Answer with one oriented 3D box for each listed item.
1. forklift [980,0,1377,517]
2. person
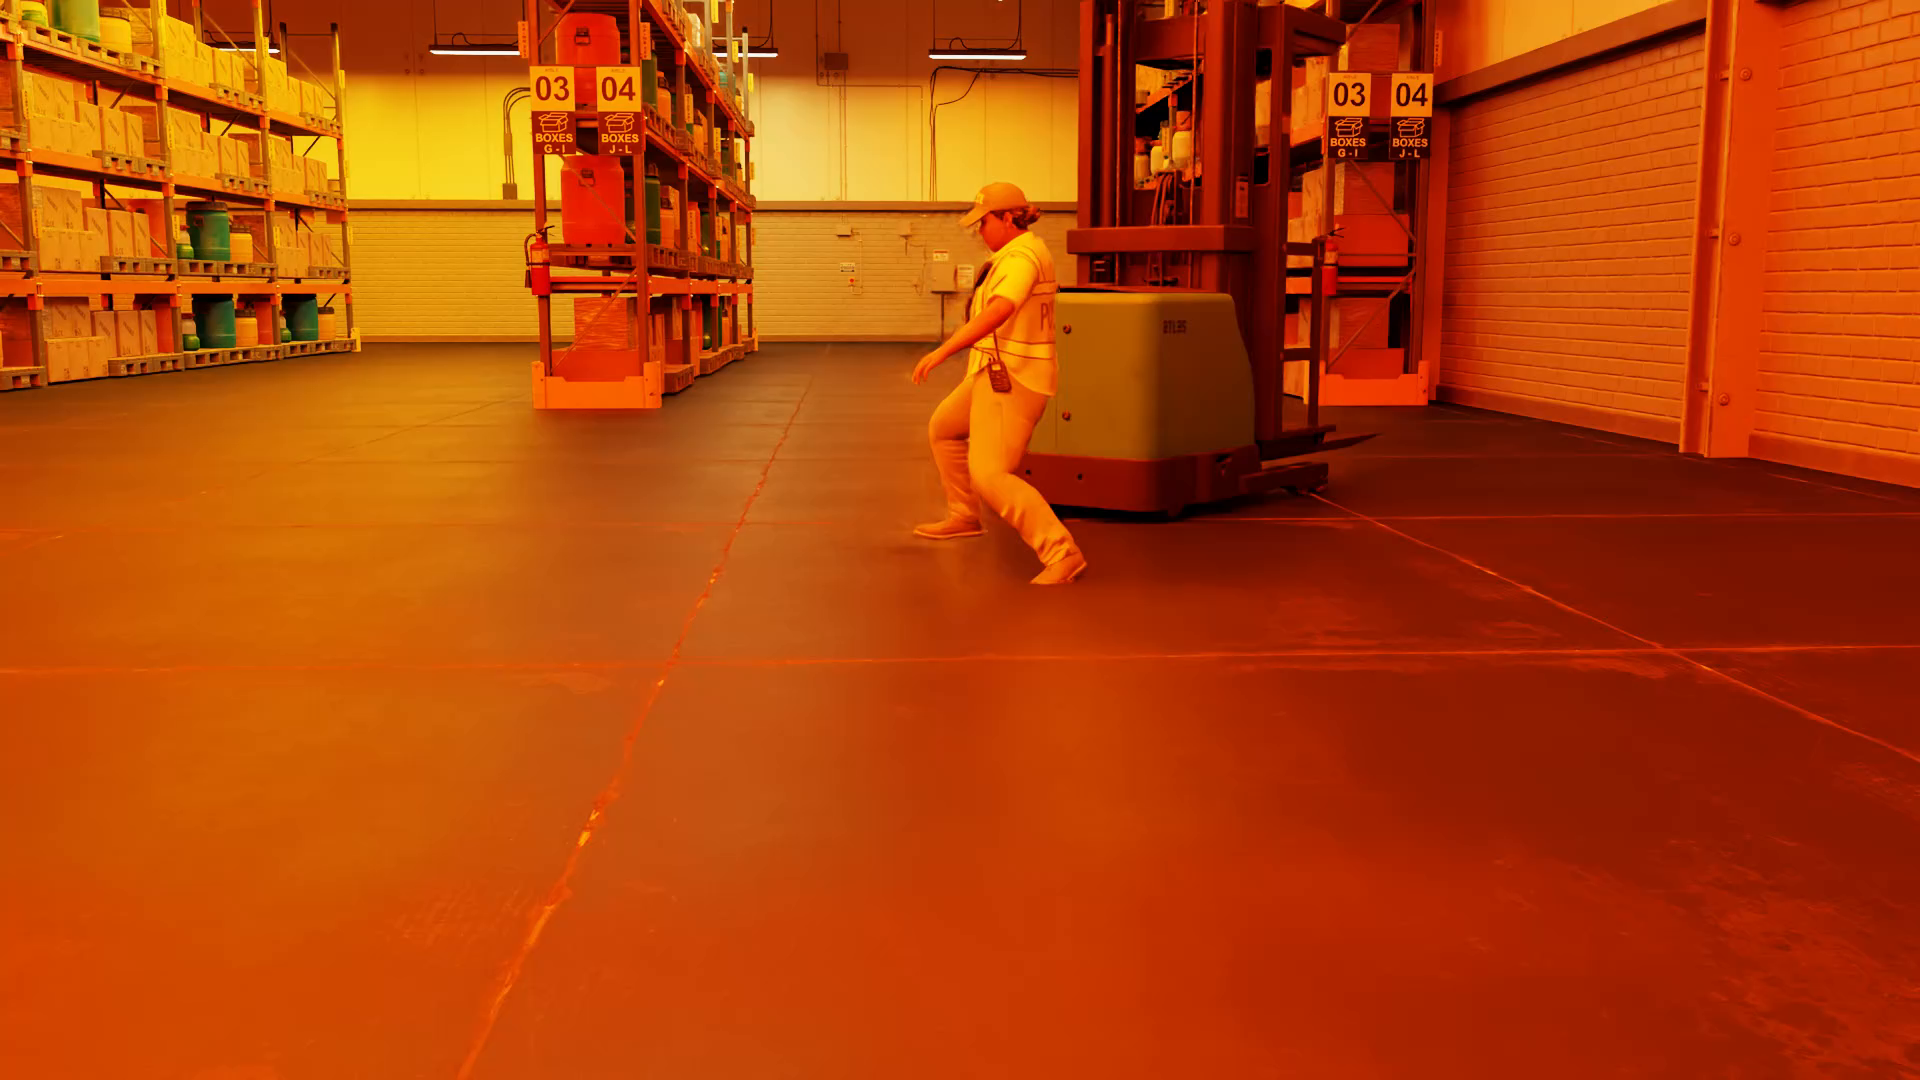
[{"bbox_3d":[1.363,-1.727,8.961,1.130,2.935,3.031,6,11,37],"label":"forklift"},{"bbox_3d":[0.137,-0.629,6.566,0.779,1.541,0.928,1,9,9],"label":"person"}]
